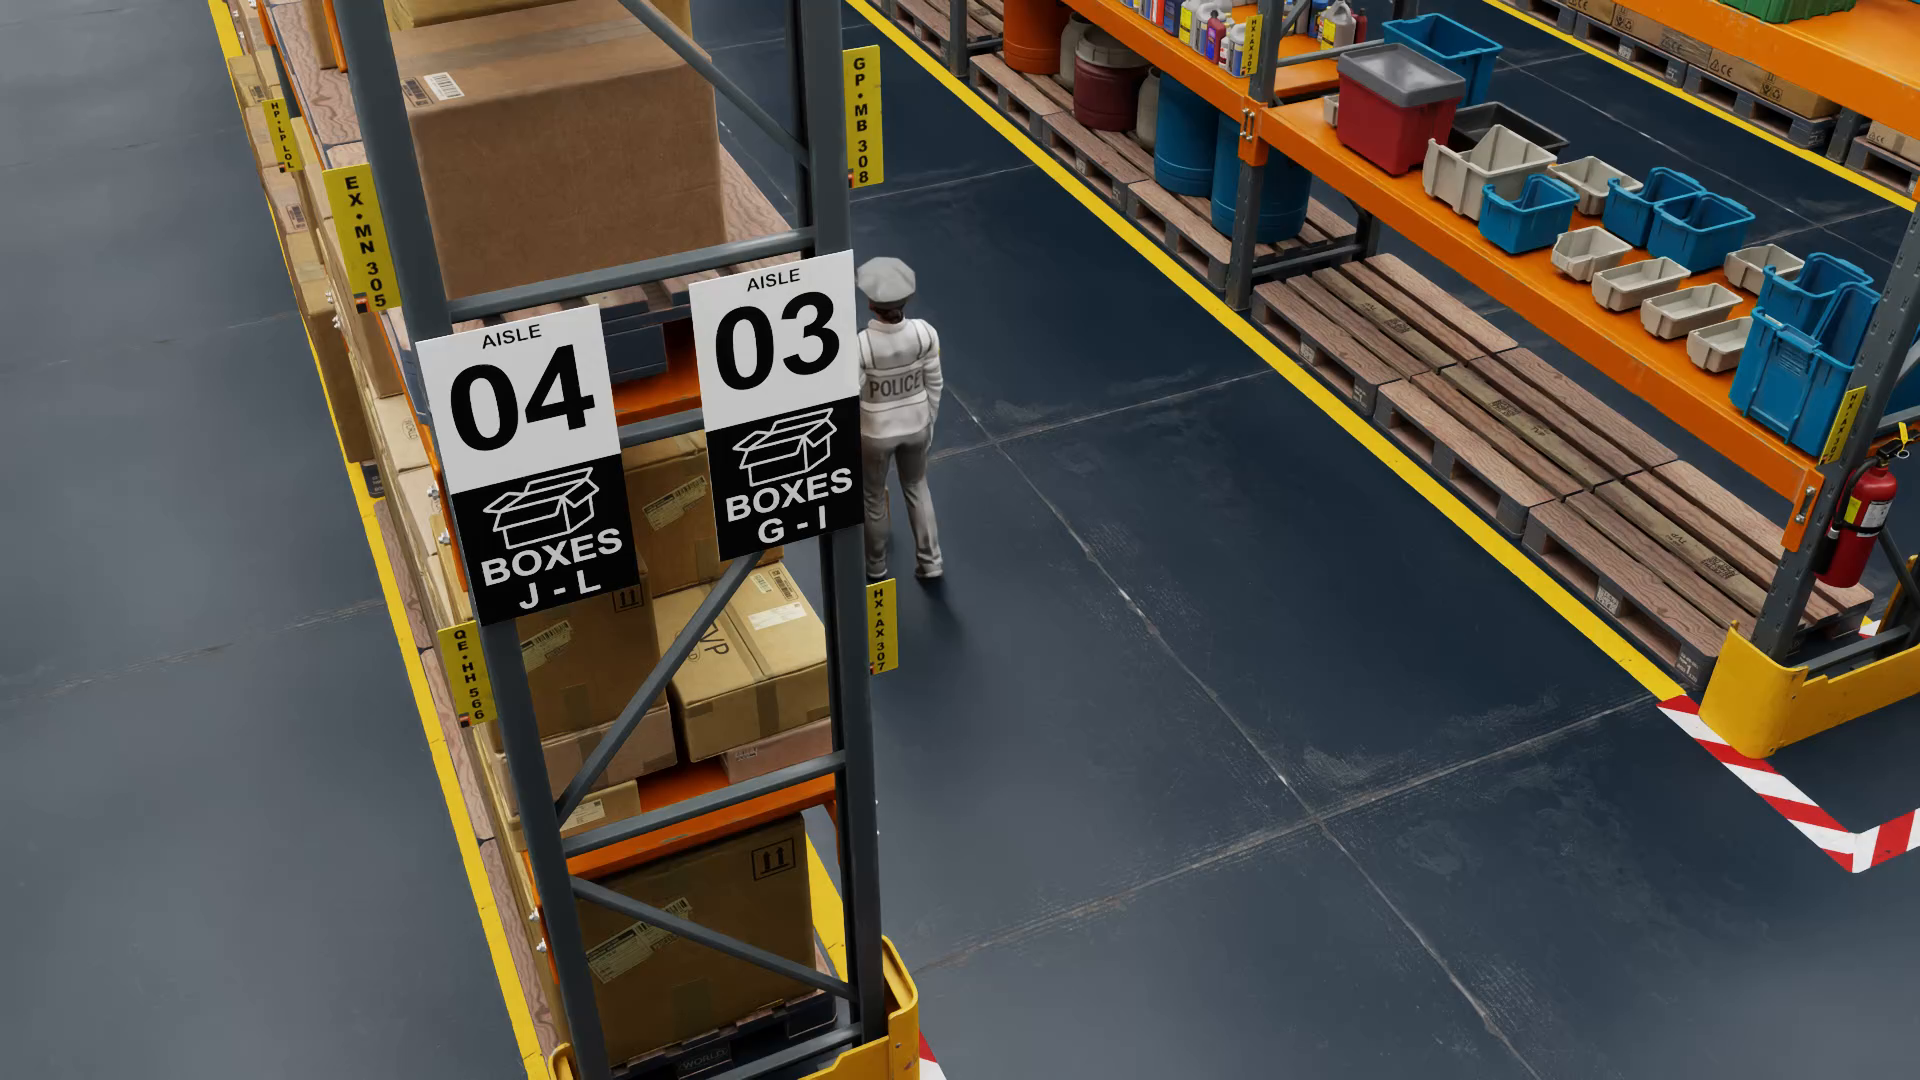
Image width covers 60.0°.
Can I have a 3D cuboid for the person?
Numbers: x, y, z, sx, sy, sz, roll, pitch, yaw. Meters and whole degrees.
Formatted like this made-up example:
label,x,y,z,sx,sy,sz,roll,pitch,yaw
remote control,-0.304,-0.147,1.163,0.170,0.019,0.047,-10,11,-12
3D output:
label,x,y,z,sx,sy,sz,roll,pitch,yaw
person,-0.334,-0.497,7.514,0.488,1.730,0.482,-15,40,-19
